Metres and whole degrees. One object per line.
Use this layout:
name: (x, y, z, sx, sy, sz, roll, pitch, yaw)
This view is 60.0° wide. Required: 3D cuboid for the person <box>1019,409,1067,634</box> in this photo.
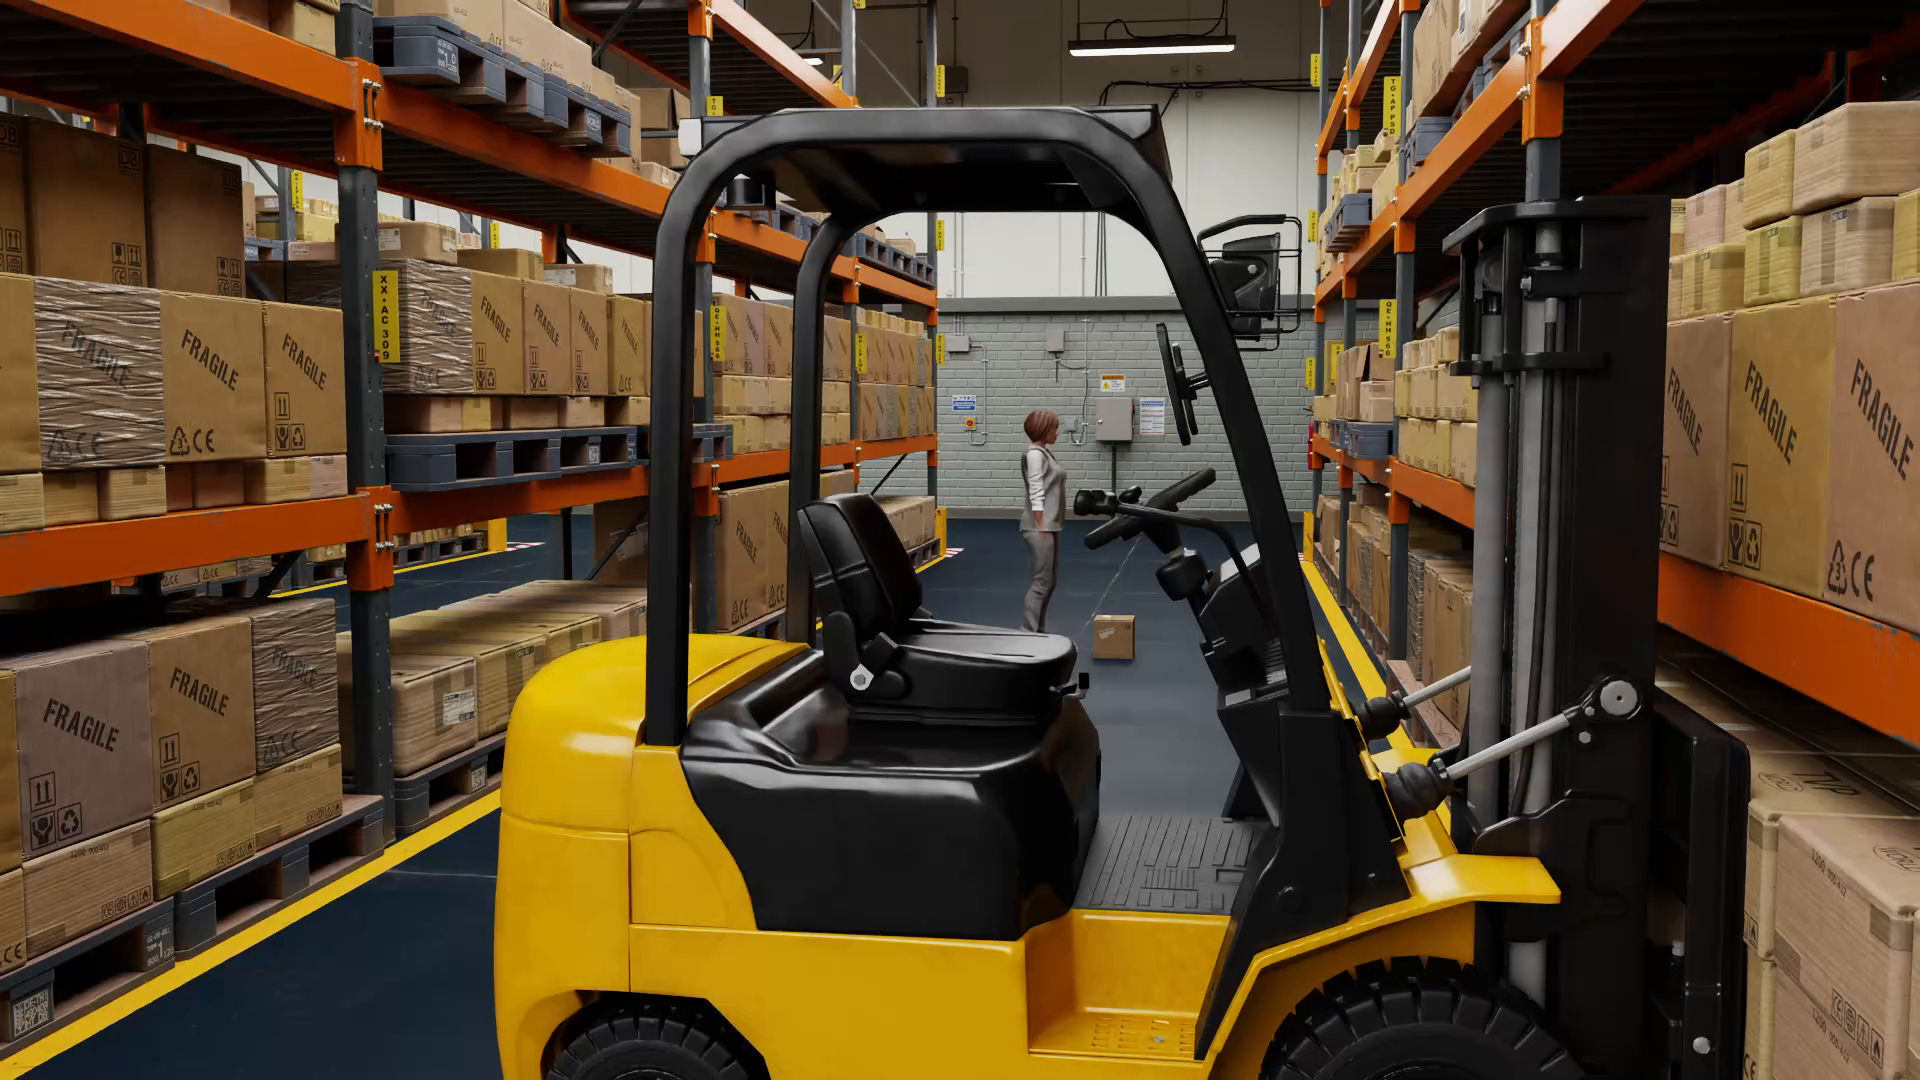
person: (0.531, -0.050, 10.765, 0.309, 1.595, 0.406, 1, 5, 10)
